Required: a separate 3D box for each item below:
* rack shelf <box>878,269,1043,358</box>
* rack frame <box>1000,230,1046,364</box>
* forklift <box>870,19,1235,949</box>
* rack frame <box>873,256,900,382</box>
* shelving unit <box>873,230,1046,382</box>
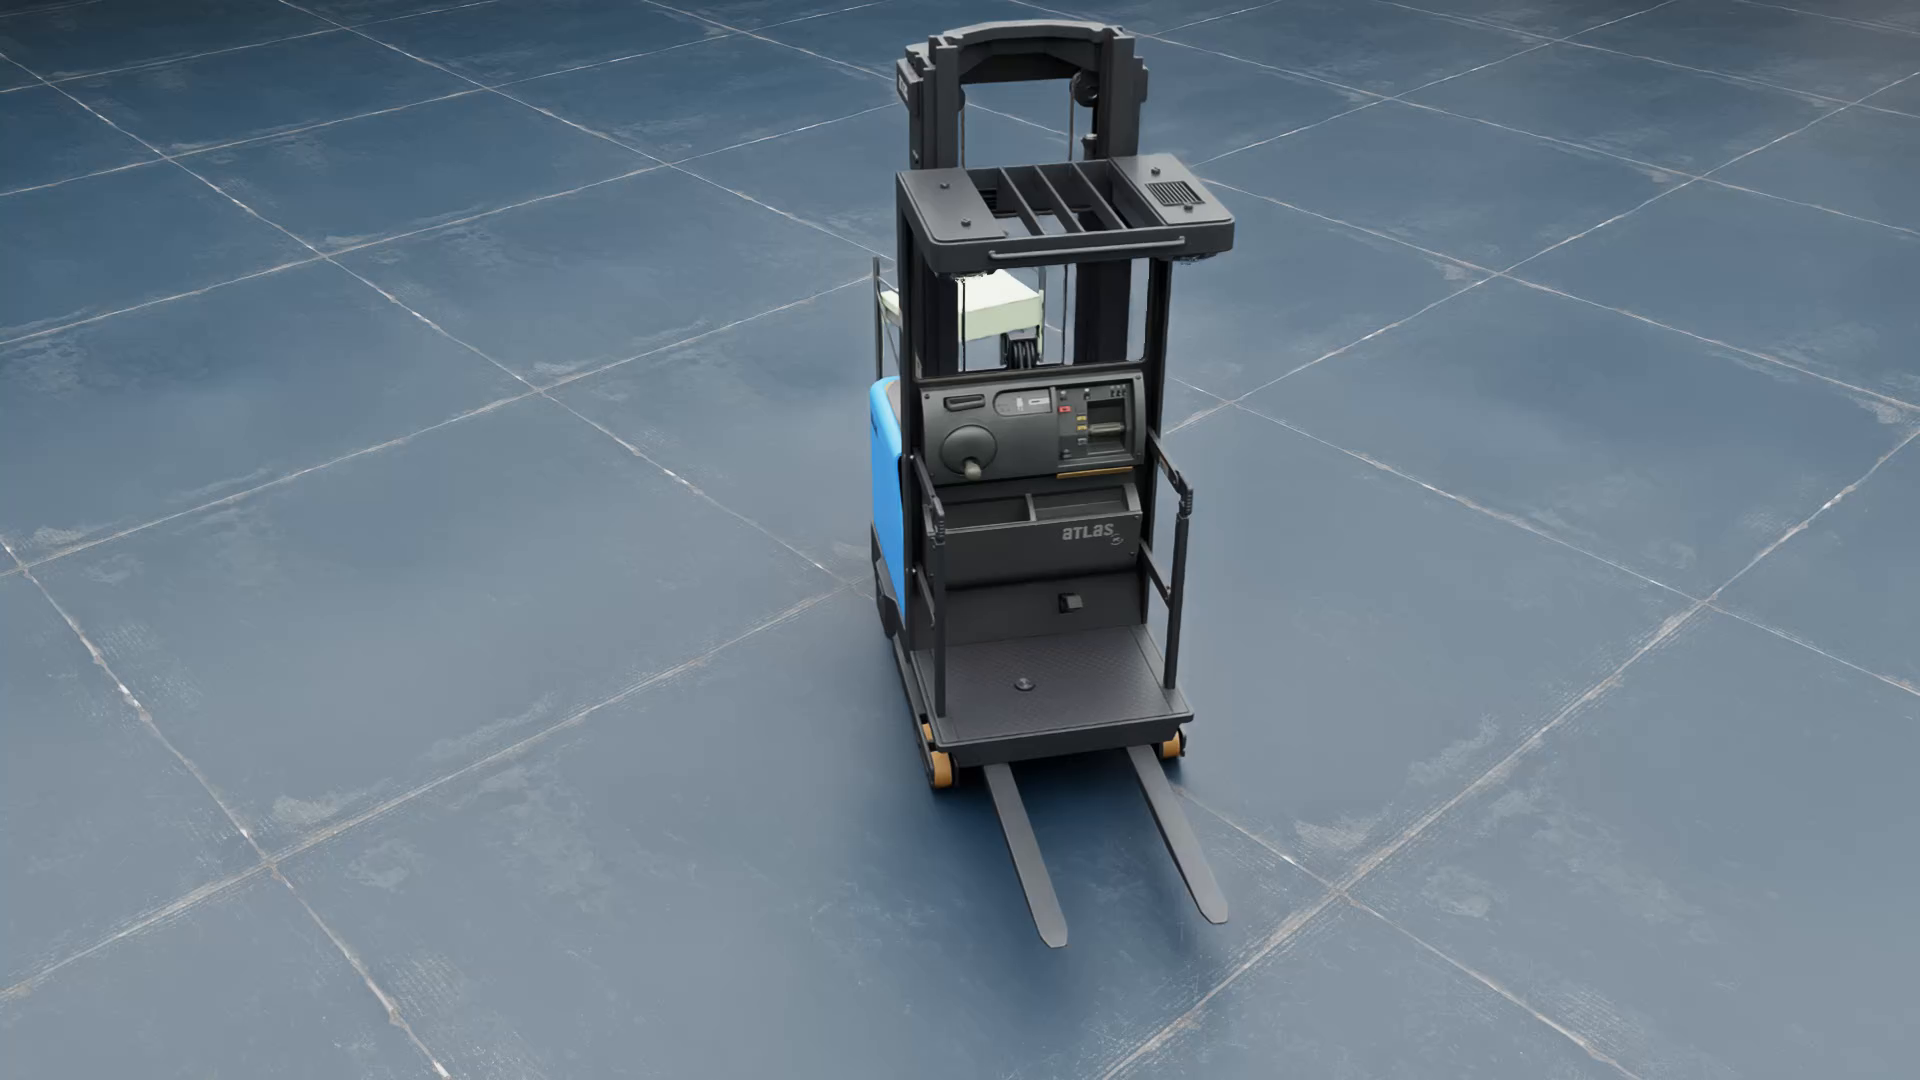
[{"bbox_3d":[-0.002,-1.085,8.339,0.720,0.370,0.431,-16,35,-24],"label":"rack shelf"},{"bbox_3d":[0.320,-0.844,8.692,0.023,1.500,0.400,-16,35,-24],"label":"rack frame"},{"bbox_3d":[0.349,-0.411,6.612,1.130,2.935,3.031,-6,32,-10],"label":"forklift"},{"bbox_3d":[-0.323,-0.661,8.394,0.023,1.500,0.400,-16,35,-24],"label":"rack frame"},{"bbox_3d":[-0.002,-0.753,8.543,0.755,1.500,0.431,-16,35,-24],"label":"shelving unit"}]
